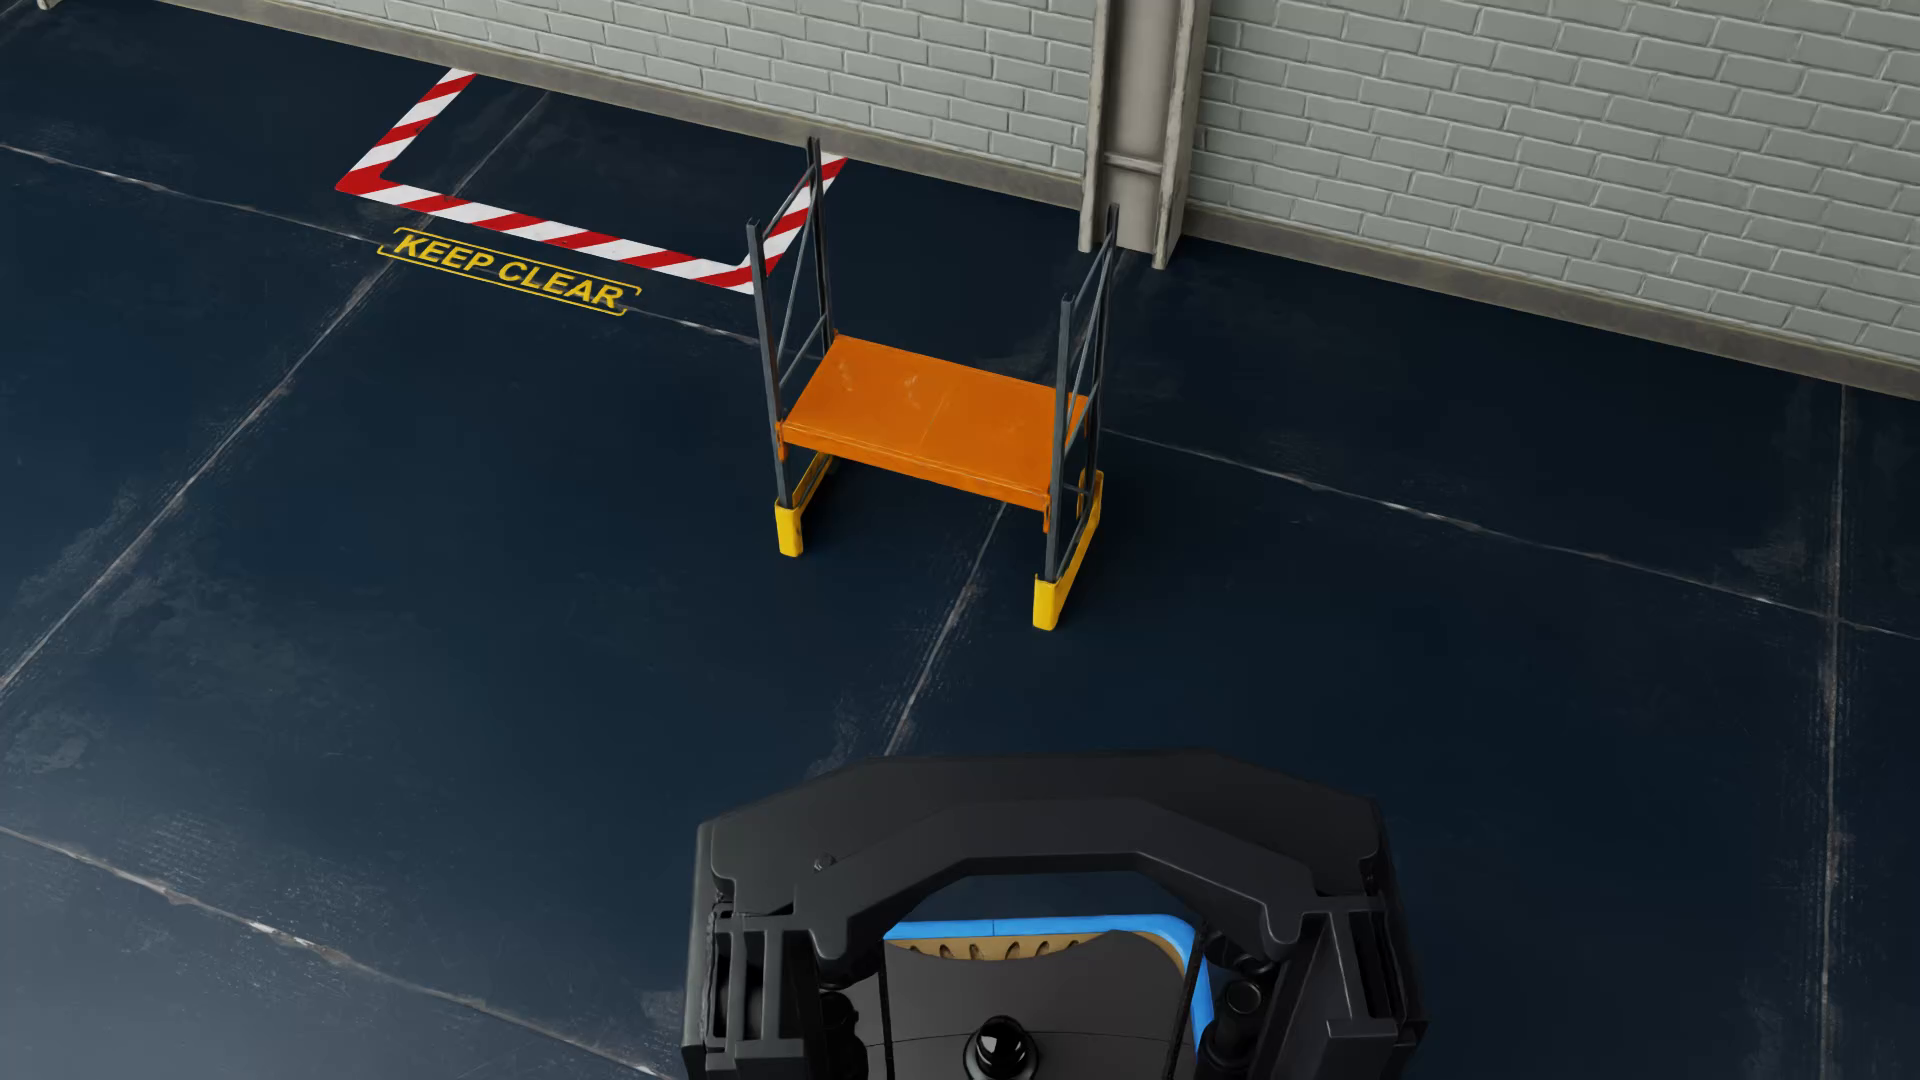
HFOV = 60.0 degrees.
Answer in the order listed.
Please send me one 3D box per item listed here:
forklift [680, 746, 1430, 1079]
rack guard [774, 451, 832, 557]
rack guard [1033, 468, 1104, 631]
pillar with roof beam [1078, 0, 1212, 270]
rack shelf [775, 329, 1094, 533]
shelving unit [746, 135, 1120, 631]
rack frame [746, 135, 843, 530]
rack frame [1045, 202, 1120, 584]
[{"bbox_3d":[0.134,1.782,2.766,1.130,2.935,3.031,-2,49,-1],"label":"forklift"},{"bbox_3d":[-0.539,-0.232,6.286,0.087,0.250,0.587,16,51,13],"label":"rack guard"},{"bbox_3d":[0.396,0.029,6.060,0.087,0.250,0.587,16,51,13],"label":"rack guard"},{"bbox_3d":[-0.732,-1.236,1.366,0.400,9.000,9.100,16,51,13],"label":"pillar with roof beam"},{"bbox_3d":[-0.080,-0.396,5.839,1.000,0.185,0.538,16,51,13],"label":"rack shelf"},{"bbox_3d":[-0.072,-0.511,5.701,1.083,1.500,0.587,16,51,13],"label":"shelving unit"},{"bbox_3d":[-0.557,-0.647,5.818,0.032,1.500,0.500,16,51,13],"label":"rack frame"},{"bbox_3d":[0.397,-0.380,5.587,0.032,1.500,0.500,16,51,13],"label":"rack frame"}]
